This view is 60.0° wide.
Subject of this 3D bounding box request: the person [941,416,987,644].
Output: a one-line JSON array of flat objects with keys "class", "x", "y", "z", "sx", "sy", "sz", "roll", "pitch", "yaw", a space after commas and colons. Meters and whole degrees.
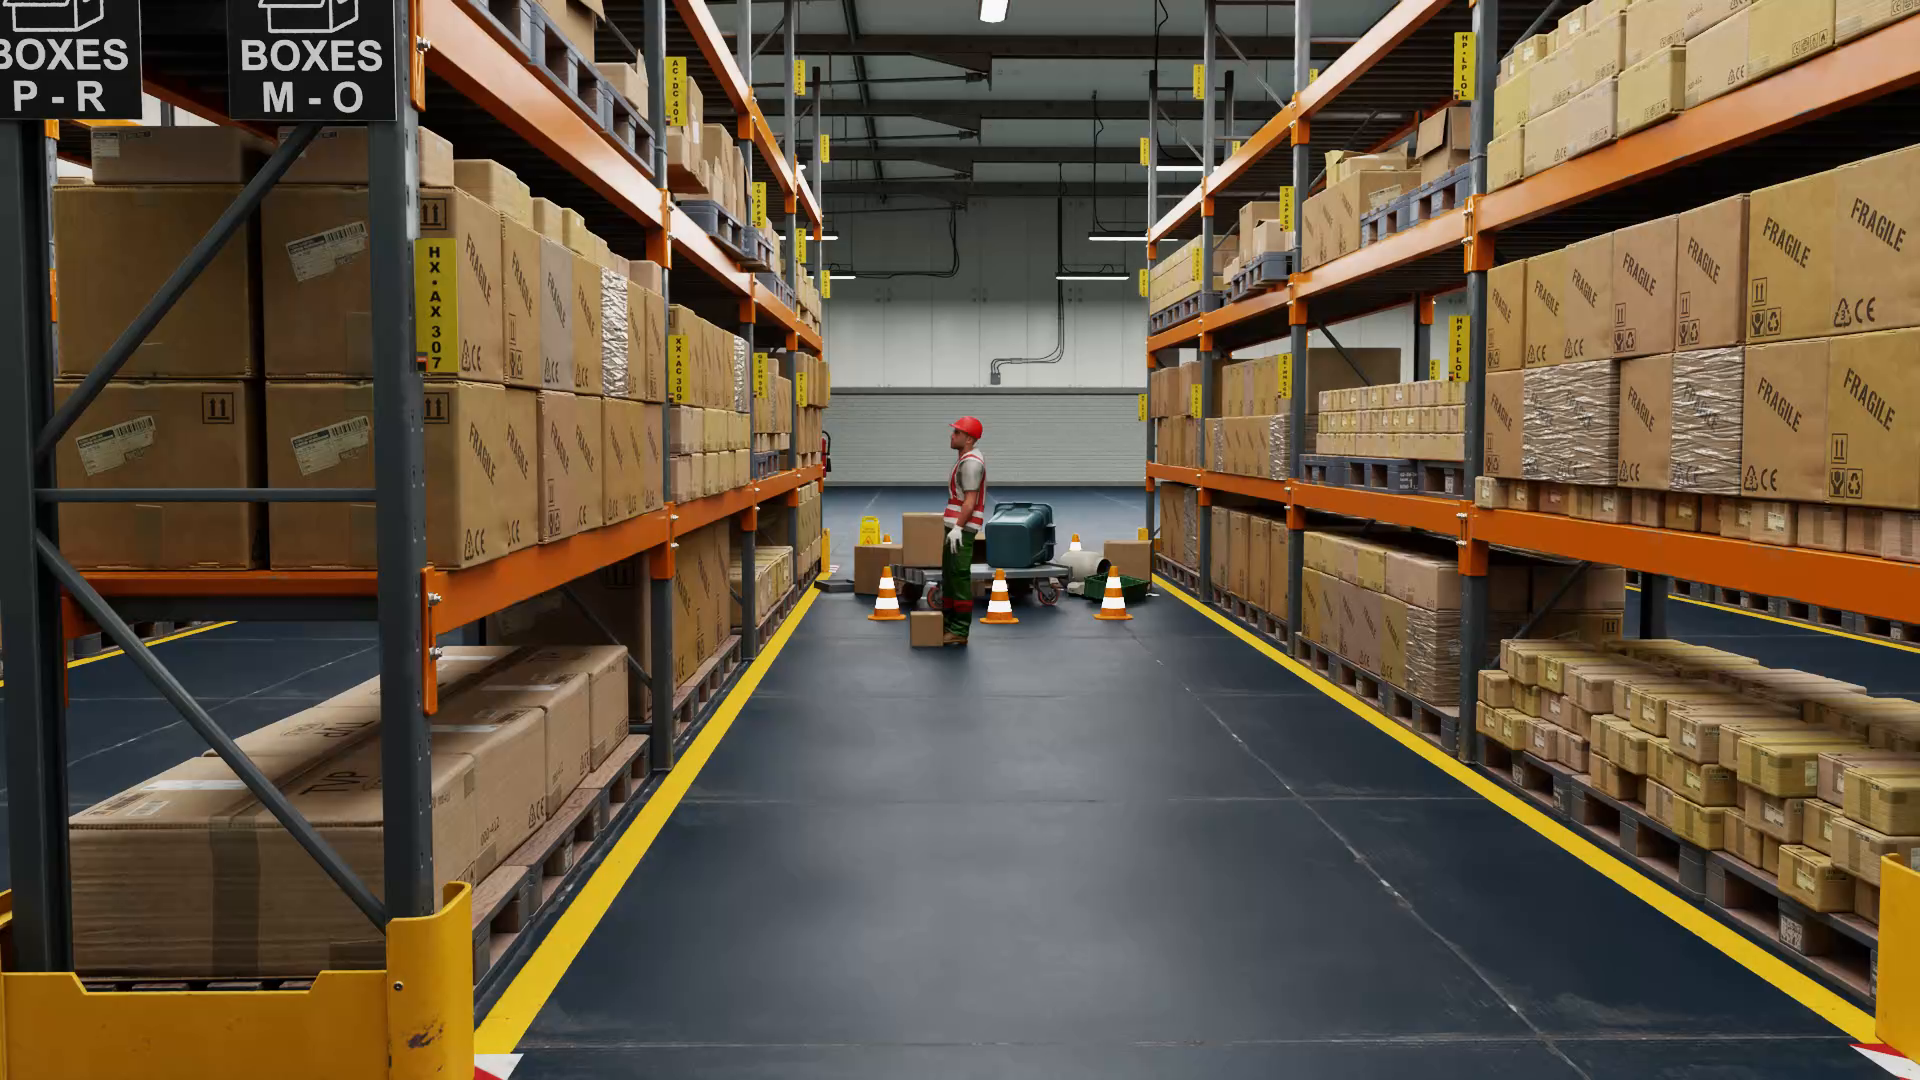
[{"class": "person", "x": -0.071, "y": -0.079, "z": 13.067, "sx": 0.565, "sy": 1.787, "sz": 0.638, "roll": 0, "pitch": 4, "yaw": -1}]
